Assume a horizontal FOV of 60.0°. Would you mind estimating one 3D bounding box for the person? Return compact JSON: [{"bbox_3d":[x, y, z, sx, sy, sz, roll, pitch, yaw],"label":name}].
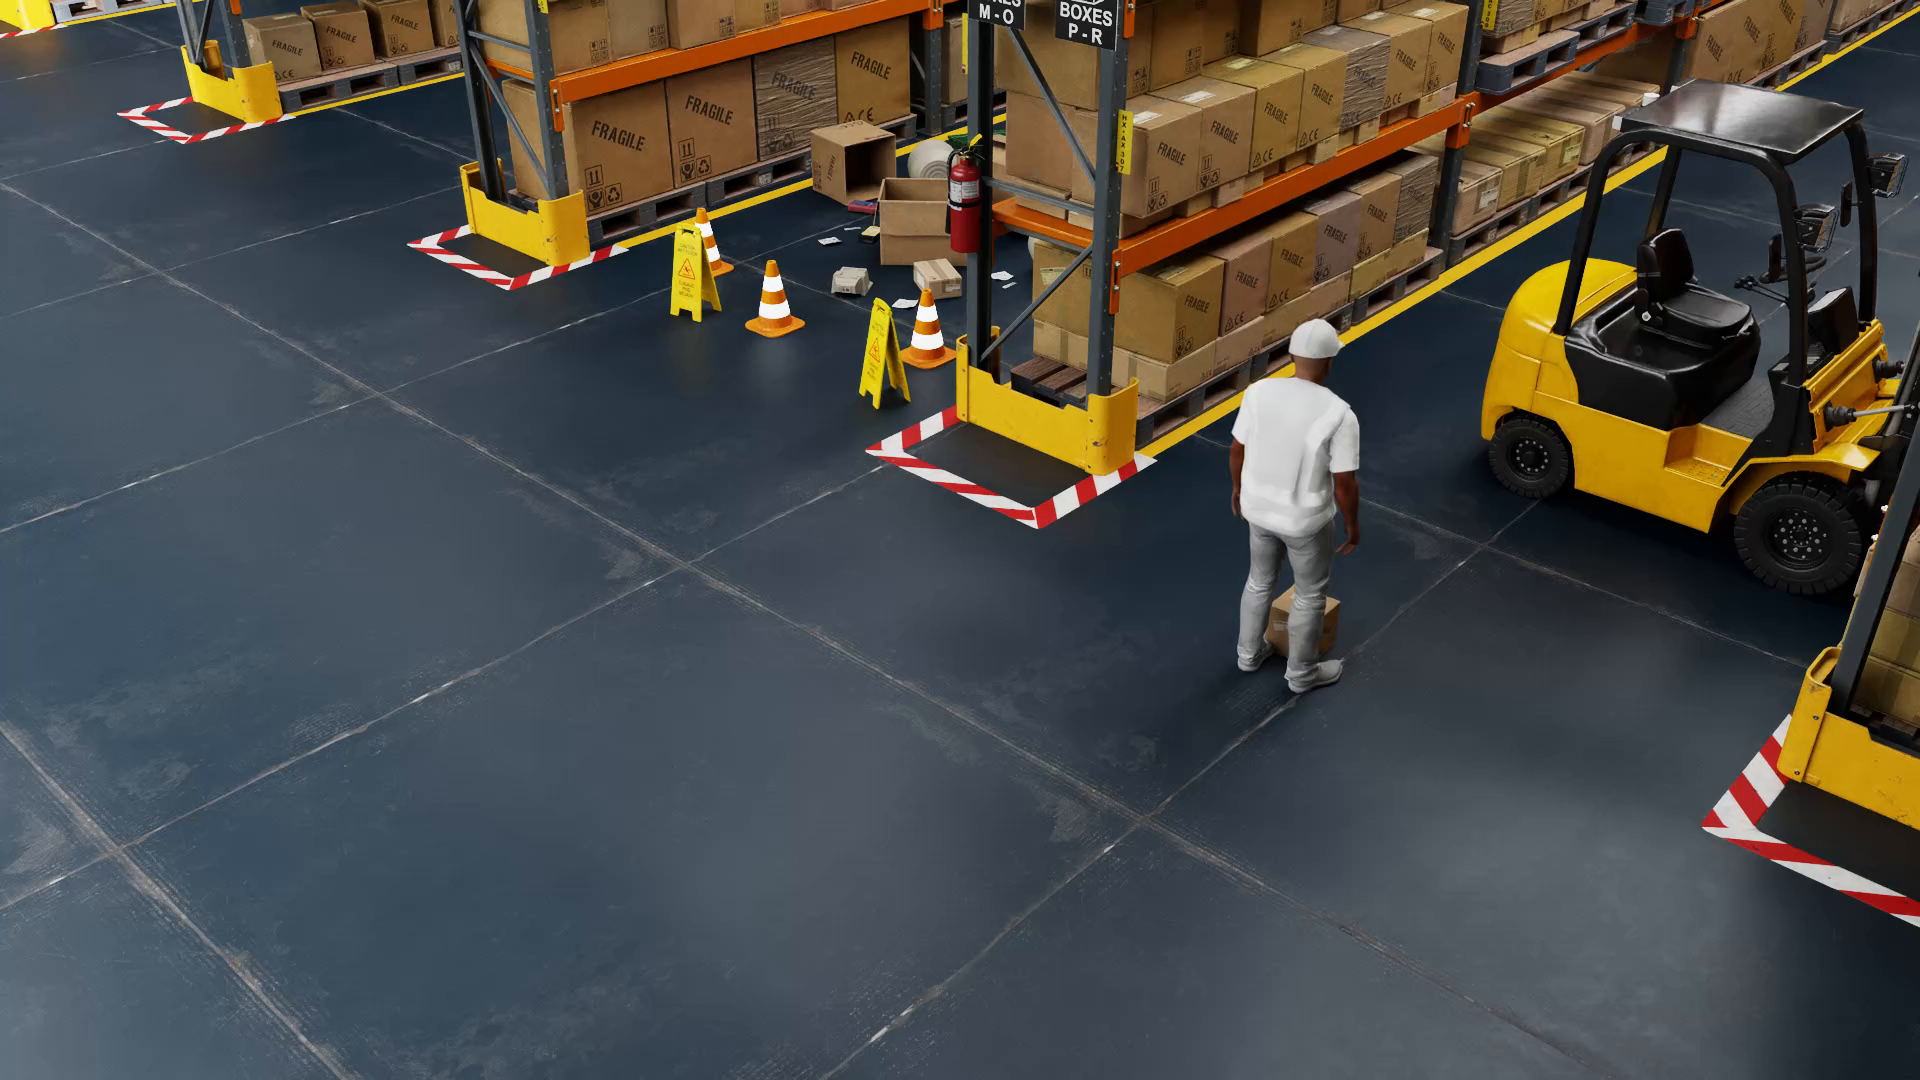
[{"bbox_3d":[1.501,-0.149,7.487,0.637,1.761,0.455,23,38,33],"label":"person"}]
